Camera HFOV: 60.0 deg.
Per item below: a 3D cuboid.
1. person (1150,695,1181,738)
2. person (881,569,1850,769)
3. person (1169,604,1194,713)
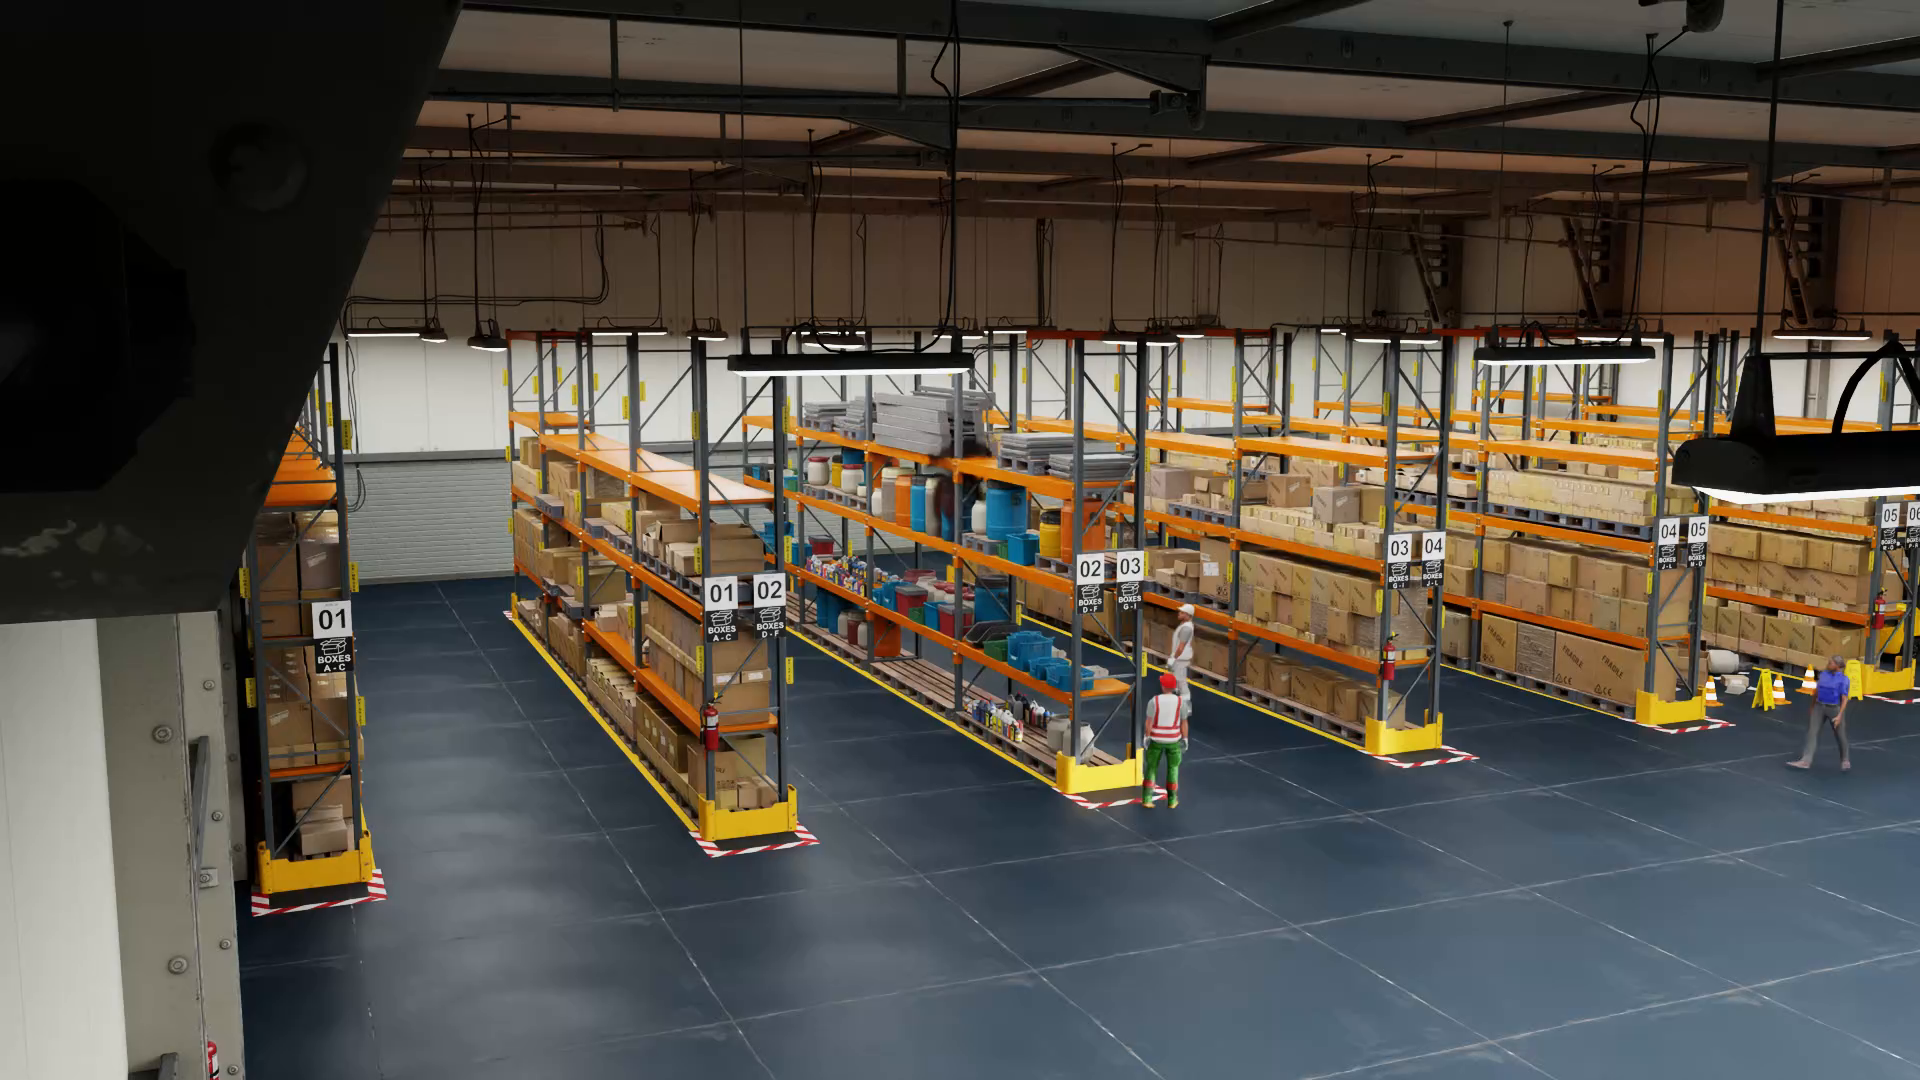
[{"bbox_3d":[2.627,2.232,21.231,0.424,0.544,0.383,3,8,18],"label":"person"},{"bbox_3d":[5.498,1.859,27.168,15.646,1.563,4.187,8,11,44],"label":"person"},{"bbox_3d":[3.467,1.848,26.181,0.482,1.716,0.451,4,9,26],"label":"person"}]
